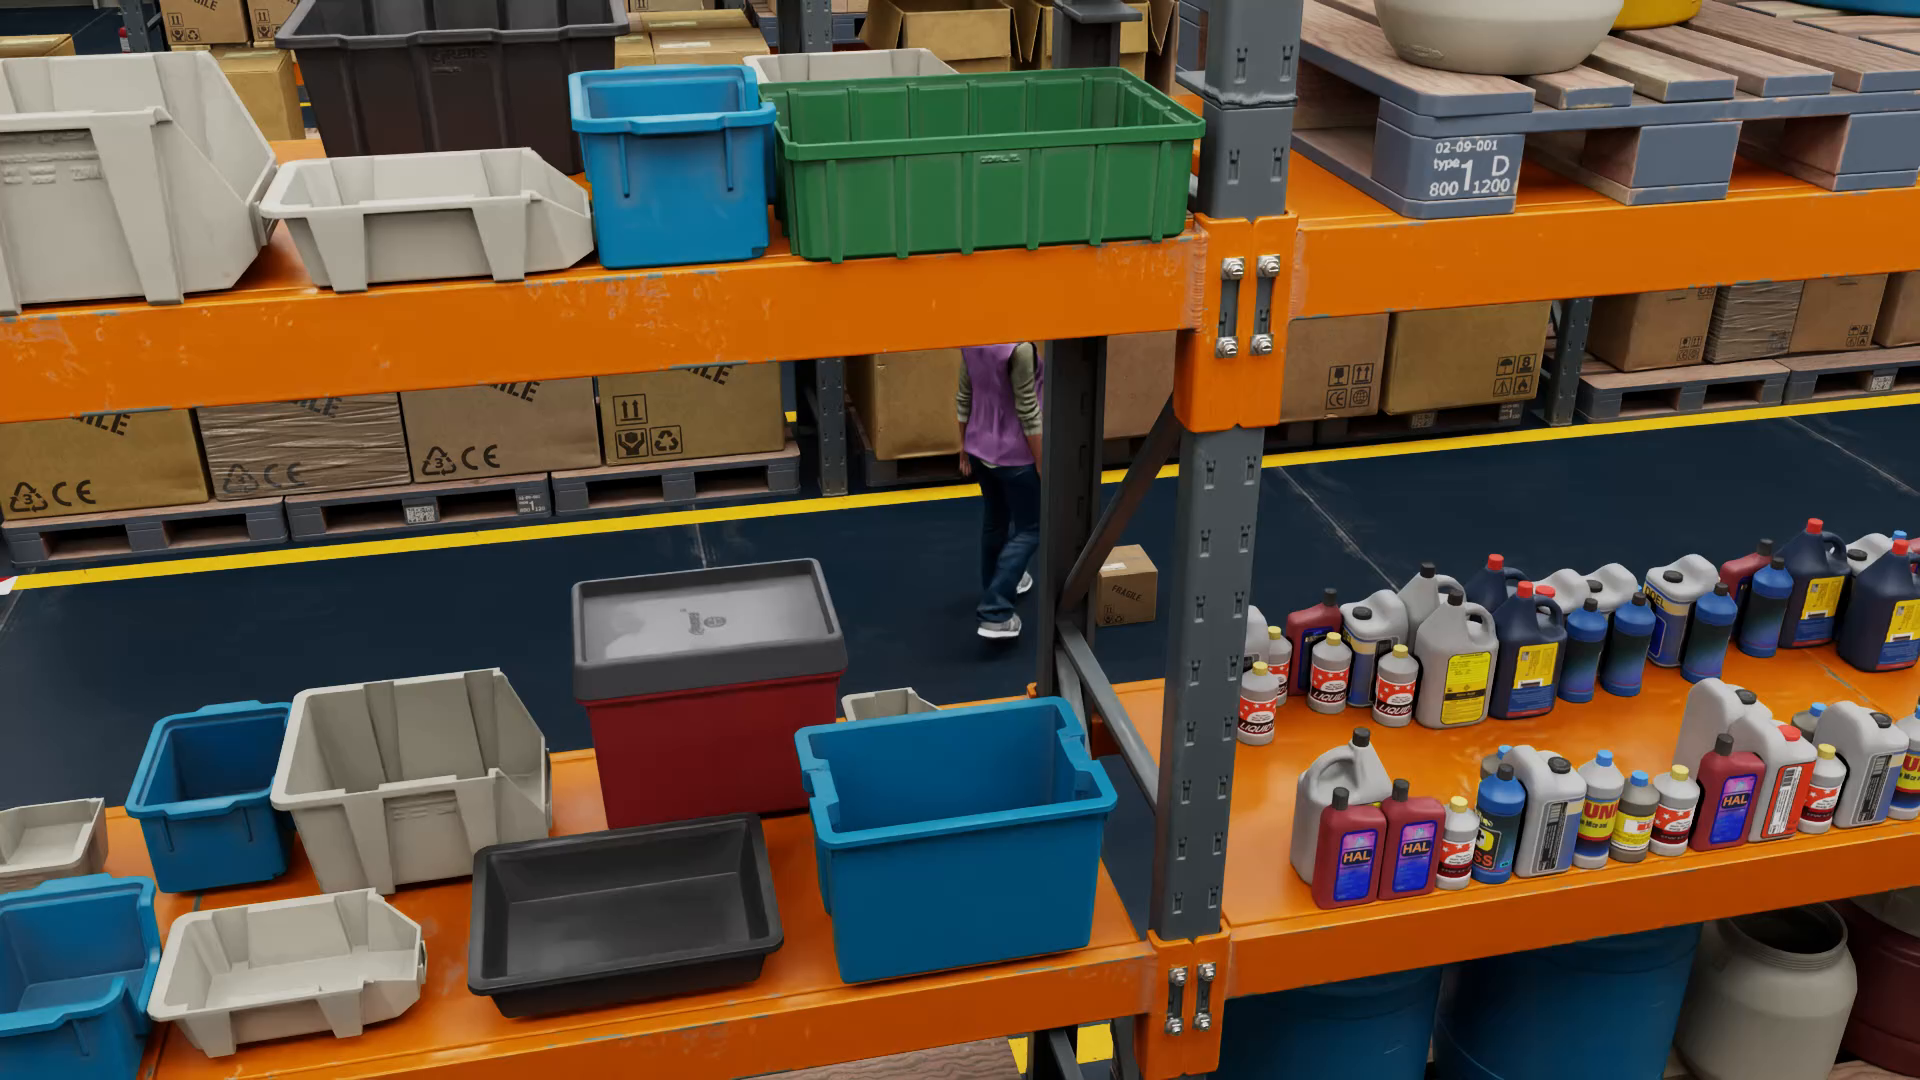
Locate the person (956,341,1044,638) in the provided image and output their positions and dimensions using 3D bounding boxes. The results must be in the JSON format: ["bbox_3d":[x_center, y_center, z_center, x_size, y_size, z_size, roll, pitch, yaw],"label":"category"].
[{"bbox_3d":[0.204,-0.360,6.811,0.593,1.583,0.437,-22,34,-36],"label":"person"}]
